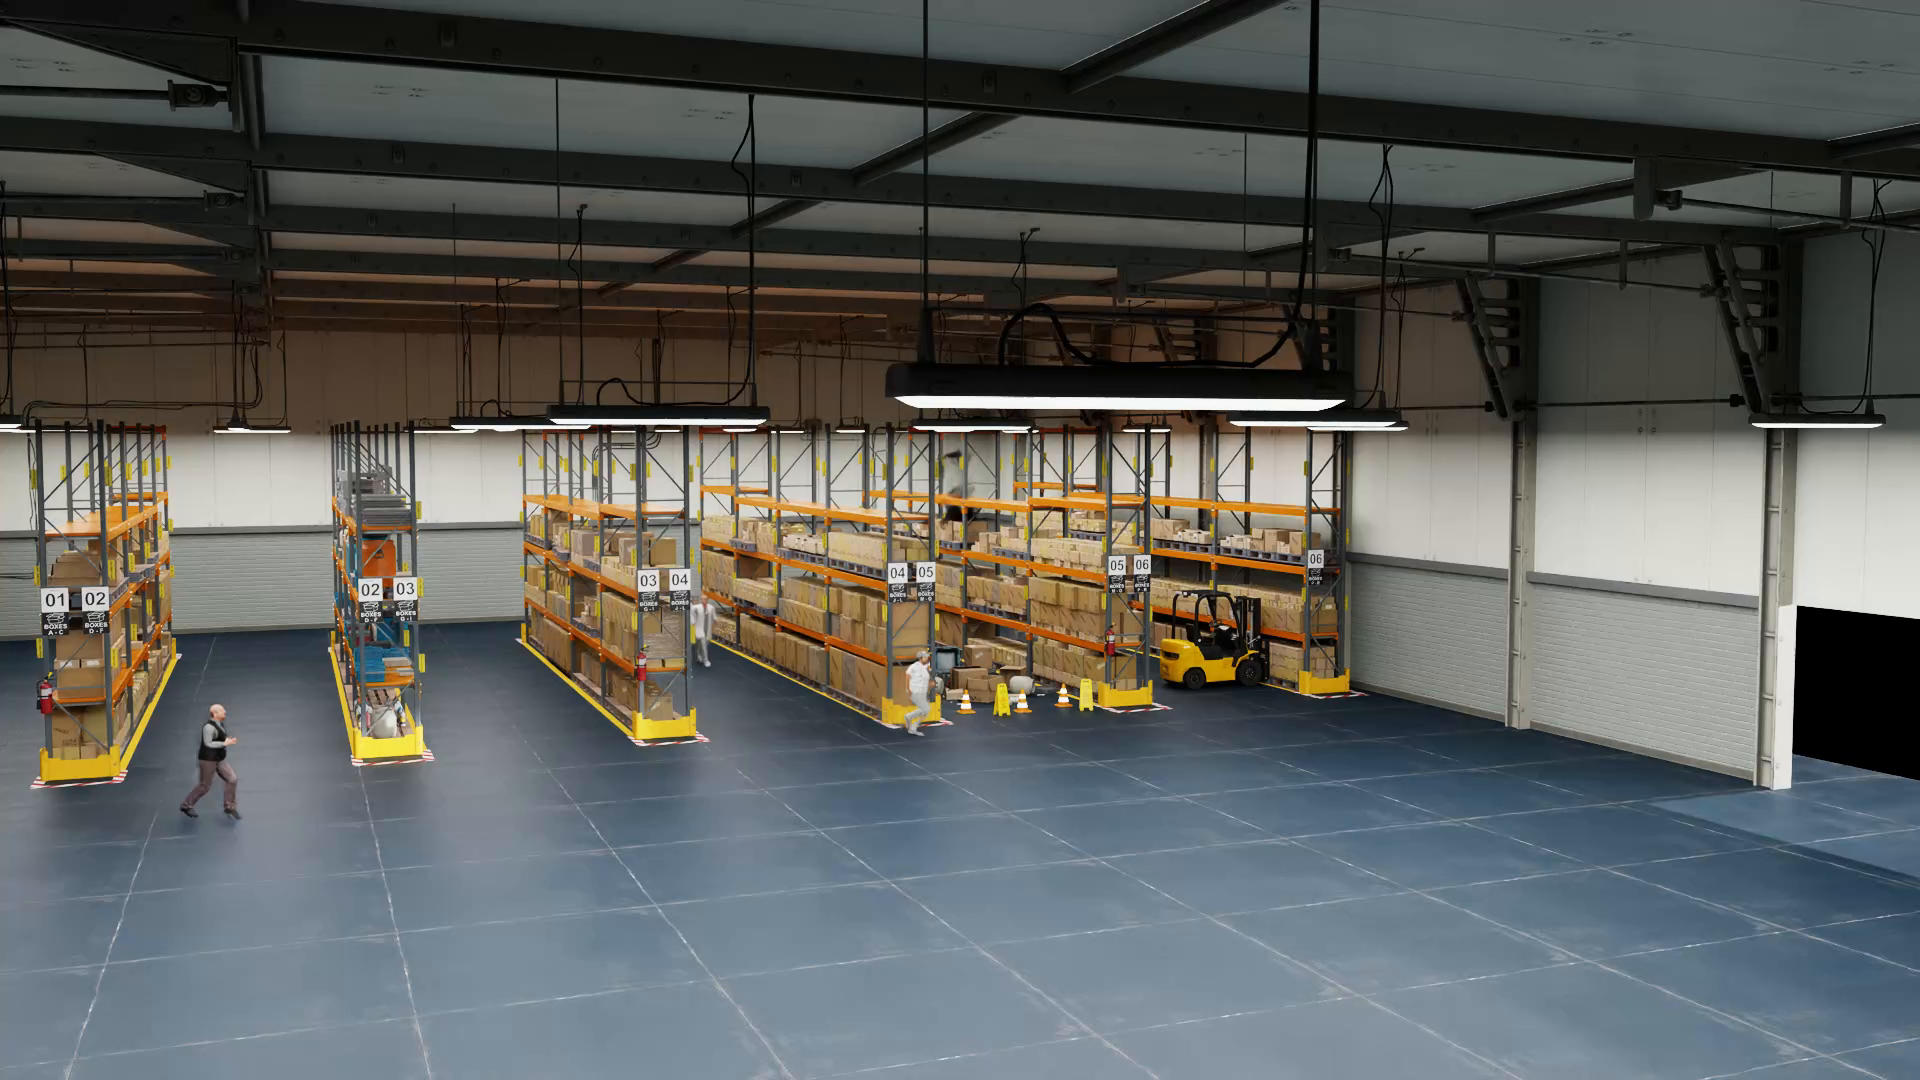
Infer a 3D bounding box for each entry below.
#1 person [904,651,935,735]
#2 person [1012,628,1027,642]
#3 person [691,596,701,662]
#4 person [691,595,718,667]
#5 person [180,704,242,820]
[{"bbox_3d":[-0.761,2.931,31.842,0.575,1.621,0.598,1,4,19],"label":"person"},{"bbox_3d":[1.679,1.975,45.954,0.630,1.811,0.827,-2,4,-25],"label":"person"},{"bbox_3d":[-6.735,2.251,42.392,0.623,1.680,0.707,-2,4,-27],"label":"person"},{"bbox_3d":[-6.445,2.346,41.628,0.687,1.577,1.005,-2,4,-31],"label":"person"},{"bbox_3d":[-11.161,3.325,24.745,0.870,1.768,0.677,0,4,-5],"label":"person"}]
